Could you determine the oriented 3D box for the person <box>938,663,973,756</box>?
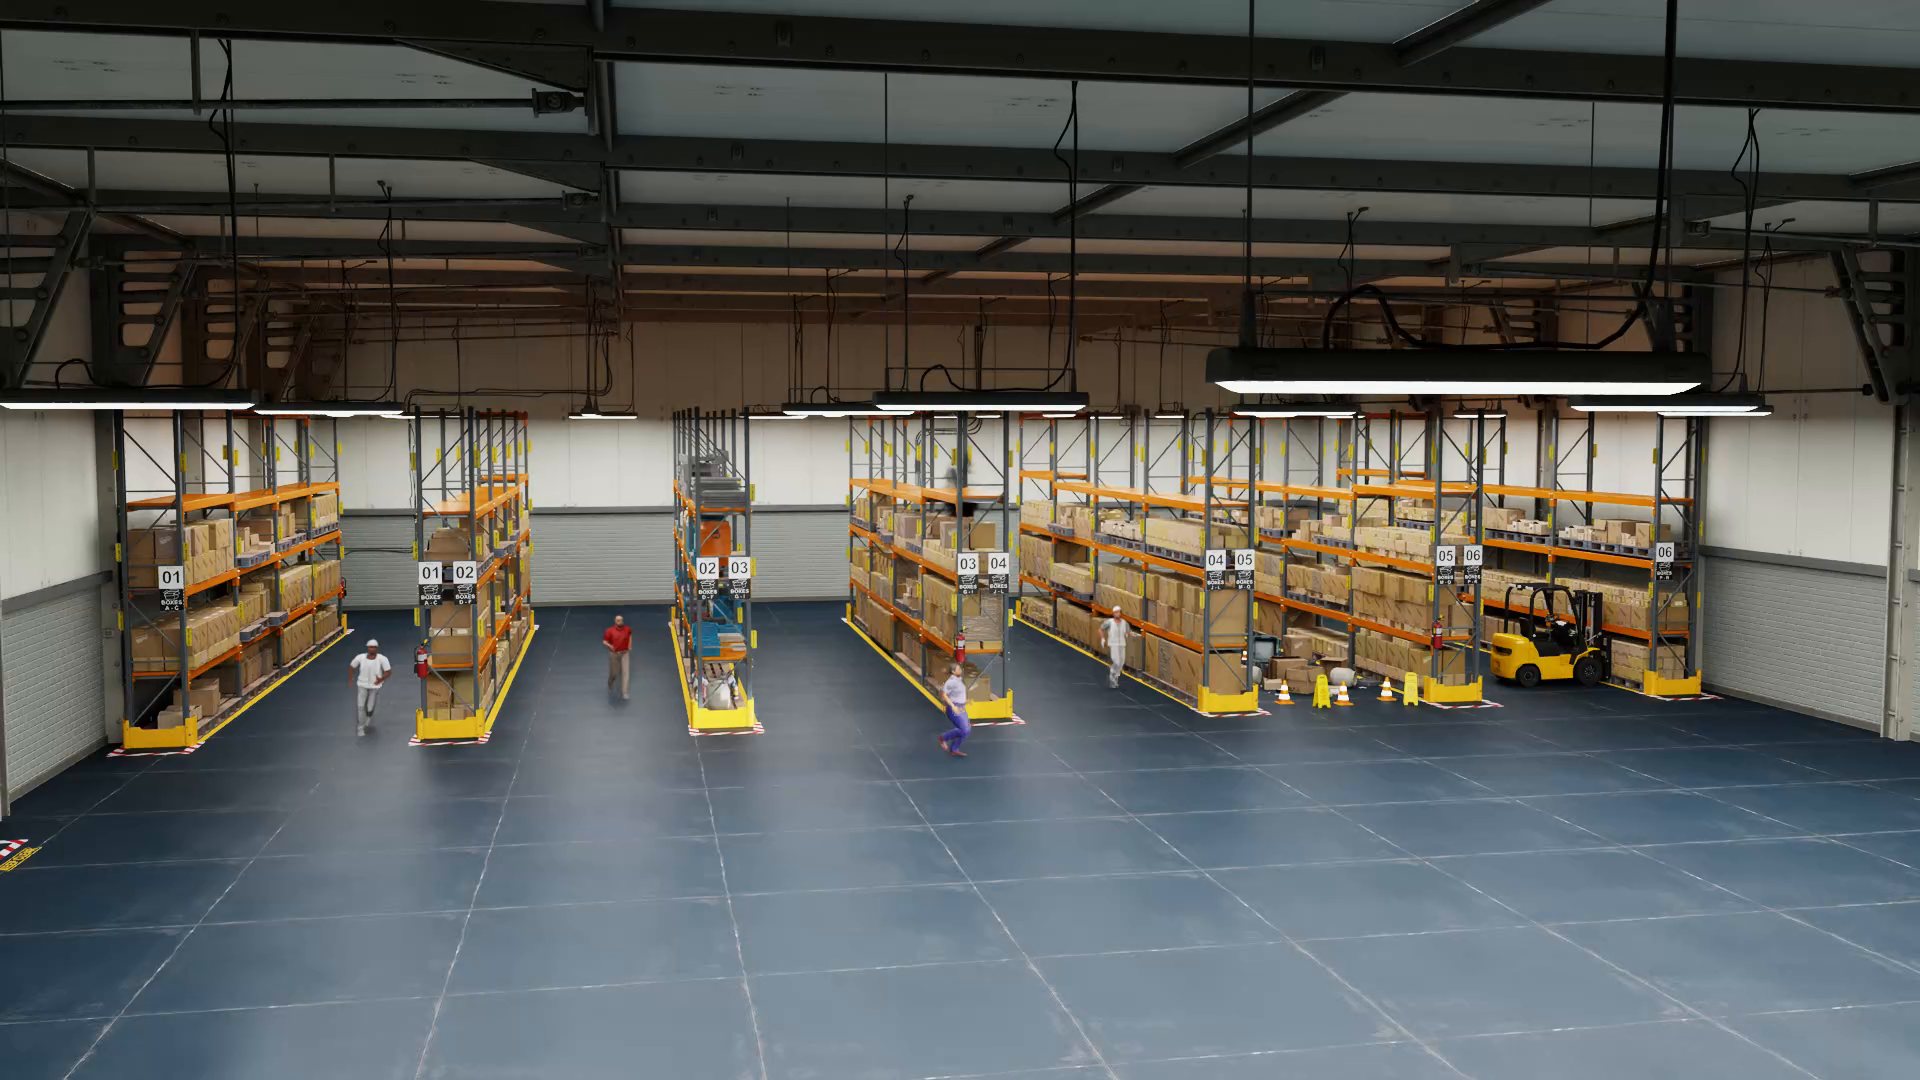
[{"bbox_3d":[-0.074,2.904,28.467,0.554,1.596,0.621,1,4,15],"label":"person"}]

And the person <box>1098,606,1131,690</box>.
[{"bbox_3d":[3.357,2.303,35.514,0.641,1.785,0.701,-1,4,-20],"label":"person"}]

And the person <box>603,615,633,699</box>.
[{"bbox_3d":[-7.114,2.404,34.630,0.647,1.719,0.950,-2,4,-24],"label":"person"}]

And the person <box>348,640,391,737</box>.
[{"bbox_3d":[-10.863,2.707,30.601,0.744,1.767,0.768,-1,4,-16],"label":"person"}]
